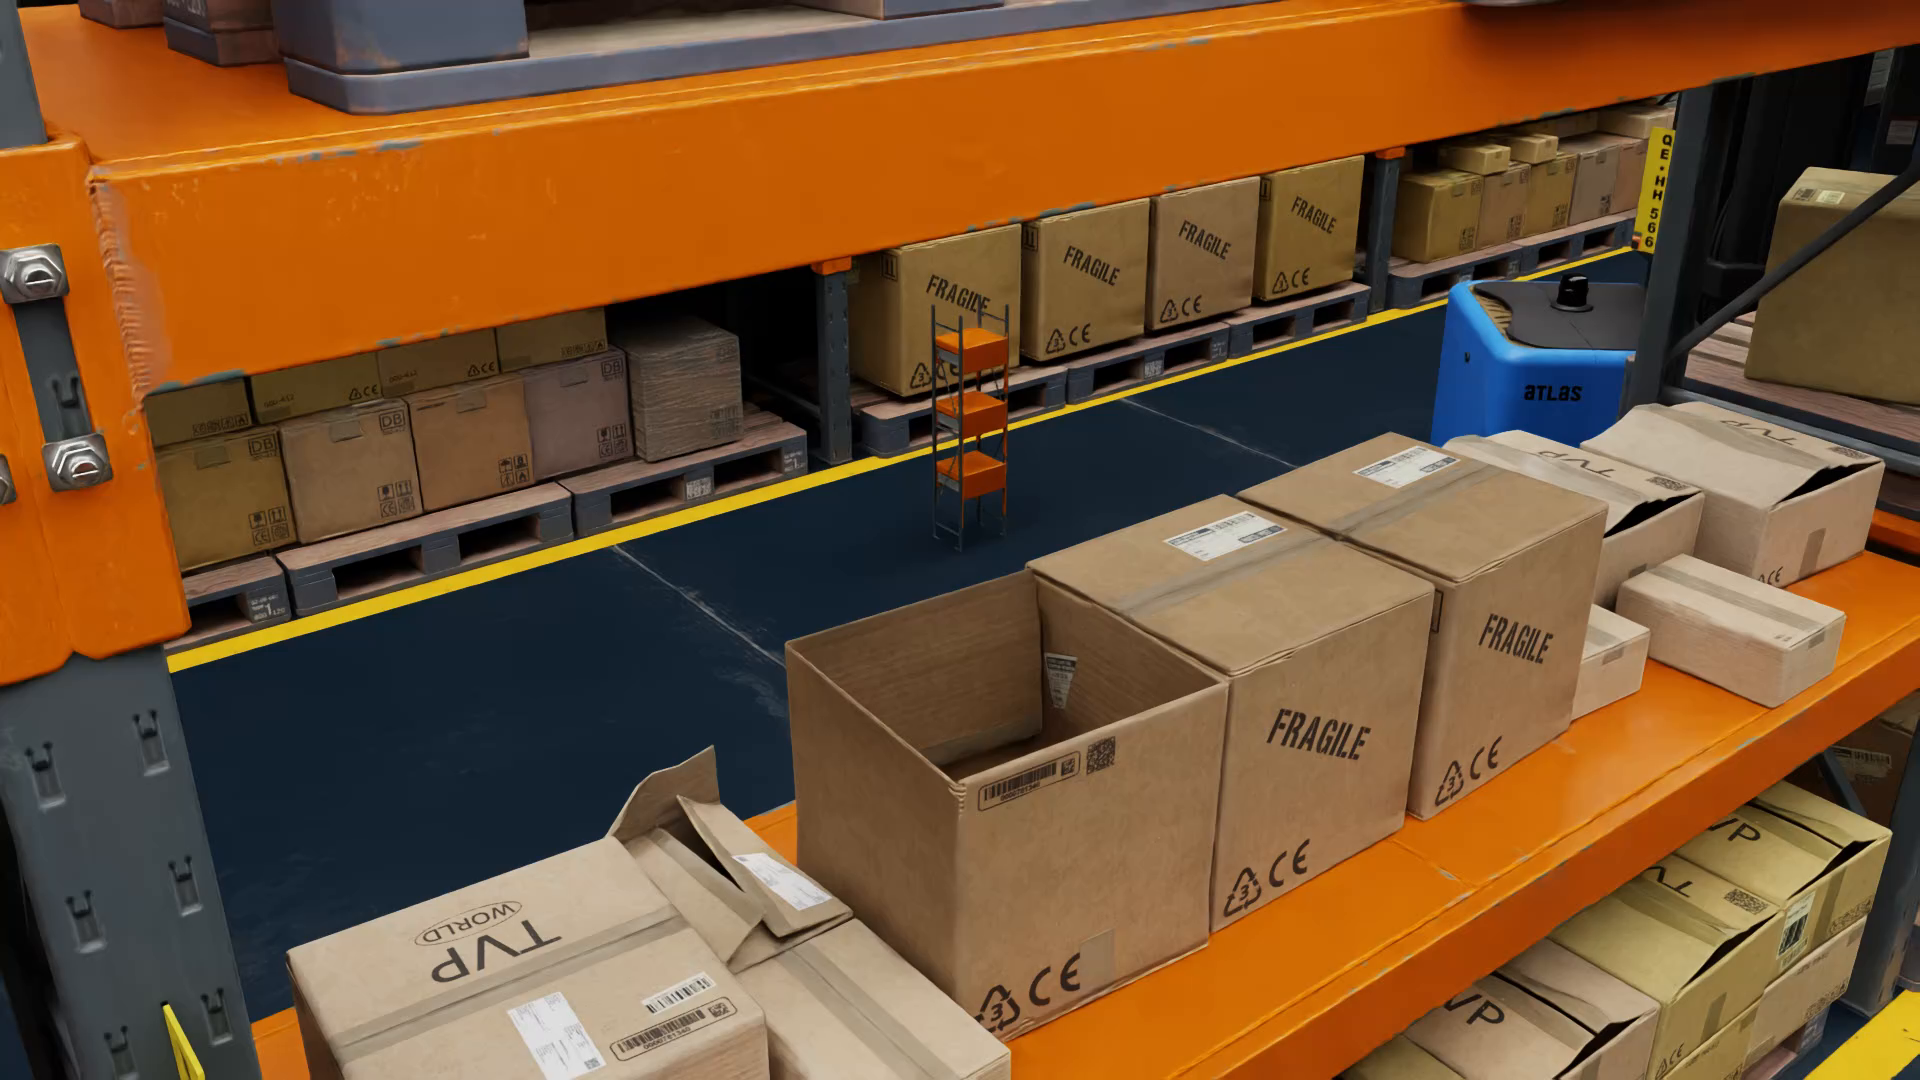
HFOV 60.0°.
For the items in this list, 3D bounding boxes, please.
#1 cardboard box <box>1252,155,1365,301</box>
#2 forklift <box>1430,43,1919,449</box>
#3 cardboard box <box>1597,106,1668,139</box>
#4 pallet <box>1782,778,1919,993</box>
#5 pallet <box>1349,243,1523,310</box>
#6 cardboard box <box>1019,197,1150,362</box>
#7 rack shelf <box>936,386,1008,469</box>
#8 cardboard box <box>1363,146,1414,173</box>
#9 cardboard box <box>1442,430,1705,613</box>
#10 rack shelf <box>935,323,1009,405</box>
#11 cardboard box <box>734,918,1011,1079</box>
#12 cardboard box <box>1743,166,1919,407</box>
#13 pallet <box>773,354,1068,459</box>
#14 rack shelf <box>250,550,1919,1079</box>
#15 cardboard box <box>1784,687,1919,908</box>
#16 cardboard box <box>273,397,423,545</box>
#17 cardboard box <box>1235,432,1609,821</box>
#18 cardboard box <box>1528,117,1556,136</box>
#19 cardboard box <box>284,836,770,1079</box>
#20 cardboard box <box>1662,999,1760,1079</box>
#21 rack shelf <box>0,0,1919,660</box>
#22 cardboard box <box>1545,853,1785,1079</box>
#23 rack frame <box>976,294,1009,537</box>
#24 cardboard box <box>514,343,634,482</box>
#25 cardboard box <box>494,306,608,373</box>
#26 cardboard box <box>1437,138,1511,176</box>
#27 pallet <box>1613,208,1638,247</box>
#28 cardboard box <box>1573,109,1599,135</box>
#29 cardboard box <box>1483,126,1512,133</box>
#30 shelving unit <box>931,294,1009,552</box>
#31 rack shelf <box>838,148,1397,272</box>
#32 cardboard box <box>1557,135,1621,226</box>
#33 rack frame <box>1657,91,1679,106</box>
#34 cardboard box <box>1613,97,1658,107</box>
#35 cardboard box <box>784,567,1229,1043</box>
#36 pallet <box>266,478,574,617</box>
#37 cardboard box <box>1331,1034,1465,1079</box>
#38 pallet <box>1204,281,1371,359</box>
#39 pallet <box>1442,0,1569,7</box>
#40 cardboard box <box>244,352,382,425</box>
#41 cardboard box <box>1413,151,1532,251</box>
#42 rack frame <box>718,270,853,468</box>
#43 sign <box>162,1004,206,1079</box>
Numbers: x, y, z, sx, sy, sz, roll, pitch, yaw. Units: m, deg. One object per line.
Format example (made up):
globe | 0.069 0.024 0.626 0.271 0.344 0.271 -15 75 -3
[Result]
cardboard box | 1.841 -1.933 9.907 0.750 0.750 0.750 -18 30 -33
forklift | 3.549 -1.225 6.409 3.031 2.935 1.130 2 25 4
cardboard box | 4.741 -2.944 11.731 0.250 0.149 0.380 -17 30 -33
pallet | 2.795 0.833 5.205 1.213 0.211 1.003 -18 31 -34
pallet | 2.918 -1.837 10.956 1.213 0.211 1.003 -18 31 -34
cardboard box | 0.477 -1.479 8.929 0.750 0.750 0.750 -18 31 -34
rack shelf | 0.042 -0.481 7.063 0.240 0.259 0.215 -18 31 -34
cardboard box | 2.687 -2.469 10.707 0.250 0.149 0.380 -18 31 -34
cardboard box | 1.360 -0.042 3.883 0.500 0.311 0.500 -19 31 -35
rack shelf | 0.042 -0.738 6.944 0.240 0.259 0.215 -18 31 -34
cardboard box | -0.140 0.740 2.391 0.250 0.149 0.380 -18 31 -34
cardboard box | 2.610 -0.687 4.550 0.700 0.500 0.500 15 29 29
pallet | -0.209 -0.806 8.735 1.213 0.211 1.003 -18 31 -34
rack shelf | 0.610 0.595 3.259 4.000 0.370 1.077 -18 31 -34
cardboard box | 2.718 0.660 4.711 0.500 0.500 0.500 -17 30 -32
cardboard box | -2.653 -0.384 6.961 0.500 0.500 0.700 -18 30 -33
cardboard box | 0.873 0.145 3.255 0.500 0.500 0.500 -20 32 -37
cardboard box | 3.909 -2.874 11.578 0.250 0.149 0.380 -18 30 -34
cardboard box | -0.603 0.714 2.326 0.500 0.250 0.500 -16 29 -31
cardboard box | 1.517 1.159 3.958 0.500 0.250 0.500 -19 31 -35
rack shelf | 0.610 -0.765 2.627 4.000 0.370 1.077 -18 31 -34
cardboard box | 1.519 0.907 3.835 0.500 0.311 0.500 -19 31 -35
rack frame | 0.138 -0.522 7.127 0.008 1.050 0.200 -18 31 -34
cardboard box | -1.887 -0.657 7.549 0.500 0.500 0.700 -18 31 -34
cardboard box | -1.898 -0.965 7.322 0.500 0.250 0.500 -18 30 -33
cardboard box | 3.306 -2.469 10.708 0.250 0.149 0.380 -17 30 -32
pallet | 4.839 -2.470 12.322 1.213 0.211 1.003 -18 31 -34
cardboard box | 4.310 -3.007 11.865 0.250 0.149 0.380 -18 30 -34
cardboard box | 3.507 -2.741 11.292 0.250 0.149 0.380 -18 30 -34
shelving unit | 0.042 -0.490 7.059 0.252 1.050 0.215 -18 31 -34
rack shelf | 0.698 -2.084 9.032 4.000 0.370 1.077 -18 31 -34
cardboard box | 4.141 -2.550 11.651 0.500 0.500 0.700 -19 31 -36
rack frame | 5.419 -3.969 12.238 0.127 3.000 1.000 -18 31 -34
cardboard box | 4.905 -3.203 12.289 0.250 0.149 0.380 -18 30 -34
cardboard box | 0.065 0.412 2.680 0.500 0.500 0.500 -16 29 -30
pallet | -2.451 -0.108 7.232 1.213 0.211 1.003 -18 31 -34
cardboard box | 0.724 1.166 3.275 0.500 0.311 0.500 -17 30 -33
pallet | 1.711 -1.440 10.101 1.213 0.211 1.003 -18 31 -34
pallet | 0.827 -1.028 2.564 1.213 0.211 1.003 -17 30 -32
cardboard box | -2.703 -0.706 6.764 0.500 0.250 0.500 -19 31 -35
cardboard box | 3.321 -2.276 11.062 0.500 0.500 0.700 -19 31 -35
rack frame | -0.876 -1.891 7.761 0.127 3.000 1.000 -18 31 -34
sign | -0.620 0.543 1.394 0.005 0.325 0.100 -18 31 -34
